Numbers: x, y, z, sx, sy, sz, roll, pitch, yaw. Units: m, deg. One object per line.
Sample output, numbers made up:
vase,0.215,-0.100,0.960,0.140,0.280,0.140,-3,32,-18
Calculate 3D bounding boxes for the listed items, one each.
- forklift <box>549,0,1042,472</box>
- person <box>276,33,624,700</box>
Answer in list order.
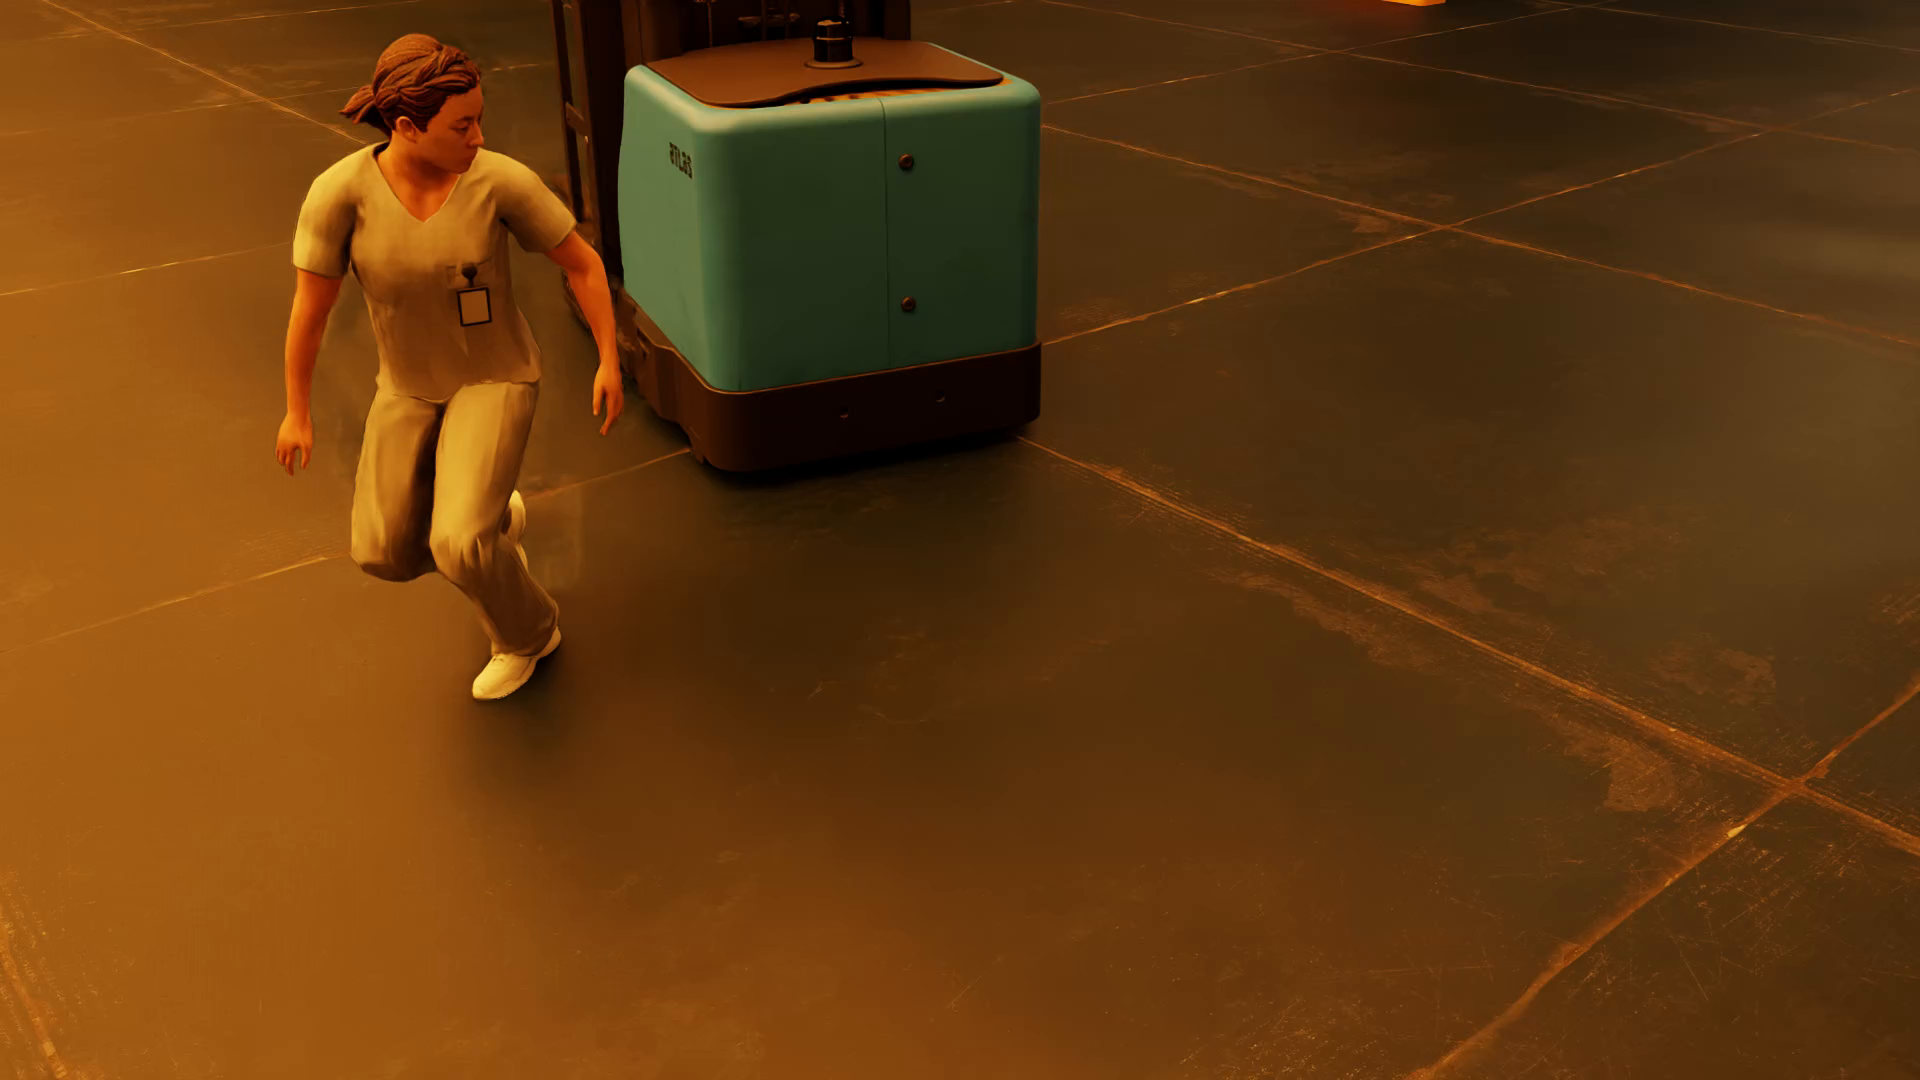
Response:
forklift,-0.823,-2.134,5.505,1.130,2.935,3.031,-11,29,-22
person,-1.092,-0.372,3.628,0.722,1.472,0.631,0,26,1
